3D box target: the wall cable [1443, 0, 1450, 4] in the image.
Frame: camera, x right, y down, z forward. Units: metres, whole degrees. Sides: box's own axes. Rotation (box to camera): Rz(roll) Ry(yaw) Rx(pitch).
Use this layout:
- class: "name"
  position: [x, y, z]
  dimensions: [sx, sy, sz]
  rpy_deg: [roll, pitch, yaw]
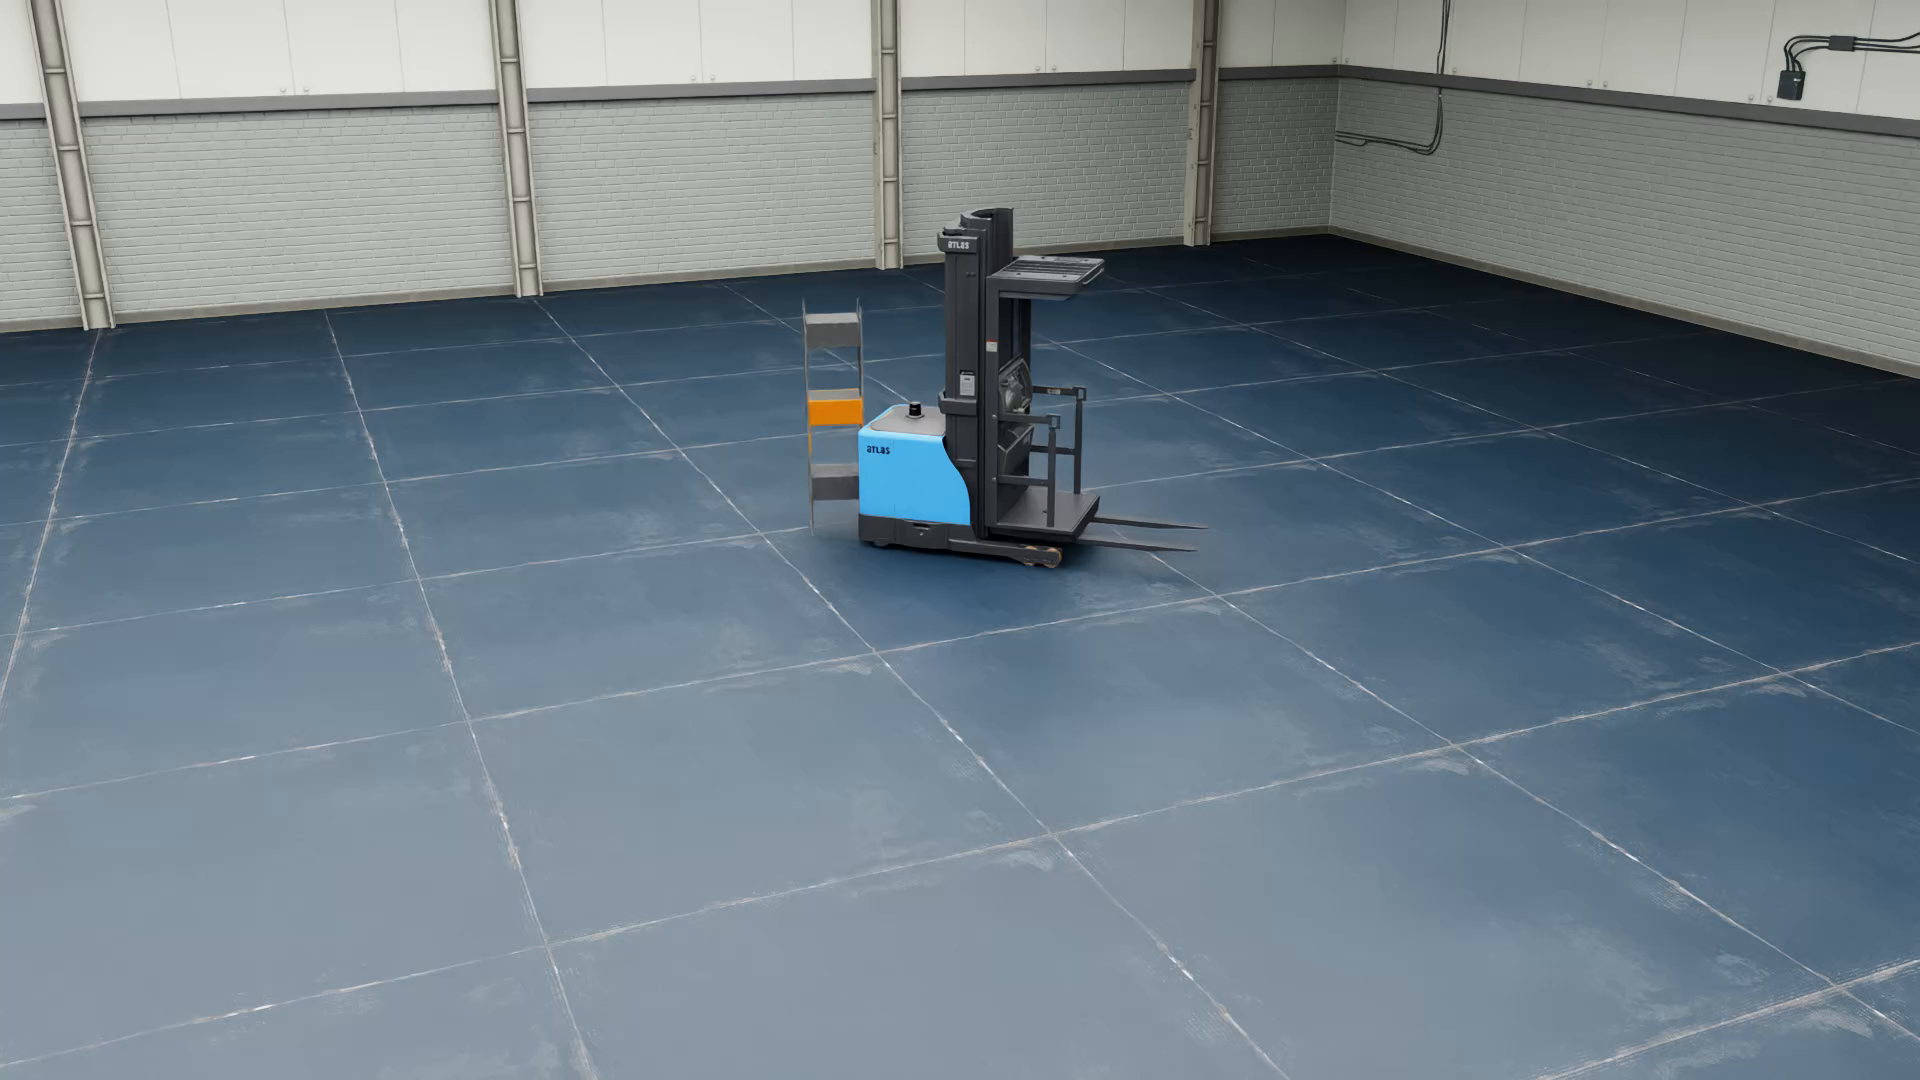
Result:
- class: "wall cable"
  position: [8.614, -9.716, 26.139]
  dimensions: [0.112, 2.526, 3.097]
  rpy_deg: [-8, 21, -22]

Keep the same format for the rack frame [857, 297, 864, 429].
- class: "rack frame"
  position: [-0.883, -1.114, 15.015]
  dimensions: [0.015, 2.100, 0.400]
  rpy_deg: [-2, 19, -6]

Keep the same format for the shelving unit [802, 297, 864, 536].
- class: "shelving unit"
  position: [-1.126, -1.104, 14.988]
  dimensions: [0.503, 2.100, 0.431]
  rpy_deg: [-2, 19, -6]

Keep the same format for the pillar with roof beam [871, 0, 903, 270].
- class: "pillar with roof beam"
  position: [0.509, -7.537, 22.880]
  dimensions: [0.400, 9.000, 9.100]
  rpy_deg: [-8, 21, -22]

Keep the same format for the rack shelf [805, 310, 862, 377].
- class: "rack shelf"
  position: [-1.129, -1.752, 14.763]
  dimensions: [0.480, 0.518, 0.431]
  rpy_deg: [-2, 19, -6]

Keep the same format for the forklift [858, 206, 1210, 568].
- class: "forklift"
  position: [0.668, -1.338, 14.409]
  dimensions: [3.031, 2.935, 1.130]
  rpy_deg: [6, 20, 16]

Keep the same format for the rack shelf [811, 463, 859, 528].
- class: "rack shelf"
  position: [-1.122, -0.430, 15.223]
  dimensions: [0.480, 0.518, 0.431]
  rpy_deg: [-2, 19, -6]

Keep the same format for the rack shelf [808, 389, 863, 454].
- class: "rack shelf"
  position: [-1.126, -1.091, 14.993]
  dimensions: [0.480, 0.518, 0.431]
  rpy_deg: [-2, 19, -6]

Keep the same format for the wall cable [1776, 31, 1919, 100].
- class: "wall cable"
  position: [11.288, -8.331, 20.012]
  dimensions: [0.169, 6.003, 2.305]
  rpy_deg: [-8, 21, -22]

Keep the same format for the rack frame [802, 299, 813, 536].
- class: "rack frame"
  position: [-1.368, -1.093, 14.962]
  dimensions: [0.015, 2.100, 0.400]
  rpy_deg: [-2, 19, -6]

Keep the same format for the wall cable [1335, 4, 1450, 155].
- class: "wall cable"
  position: [7.542, -8.159, 29.321]
  dimensions: [0.112, 2.526, 3.097]
  rpy_deg: [-8, 21, -22]

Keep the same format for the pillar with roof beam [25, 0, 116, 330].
- class: "pillar with roof beam"
  position: [-10.509, -5.959, 18.396]
  dimensions: [0.400, 9.000, 9.100]
  rpy_deg: [-8, 21, -22]

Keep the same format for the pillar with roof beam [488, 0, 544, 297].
- class: "pillar with roof beam"
  position: [-5.000, -6.748, 20.638]
  dimensions: [0.400, 9.000, 9.100]
  rpy_deg: [-8, 21, -22]

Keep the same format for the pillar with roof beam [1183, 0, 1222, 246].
- class: "pillar with roof beam"
  position: [6.019, -8.327, 25.121]
  dimensions: [0.400, 9.000, 9.100]
  rpy_deg: [-8, 21, -22]
